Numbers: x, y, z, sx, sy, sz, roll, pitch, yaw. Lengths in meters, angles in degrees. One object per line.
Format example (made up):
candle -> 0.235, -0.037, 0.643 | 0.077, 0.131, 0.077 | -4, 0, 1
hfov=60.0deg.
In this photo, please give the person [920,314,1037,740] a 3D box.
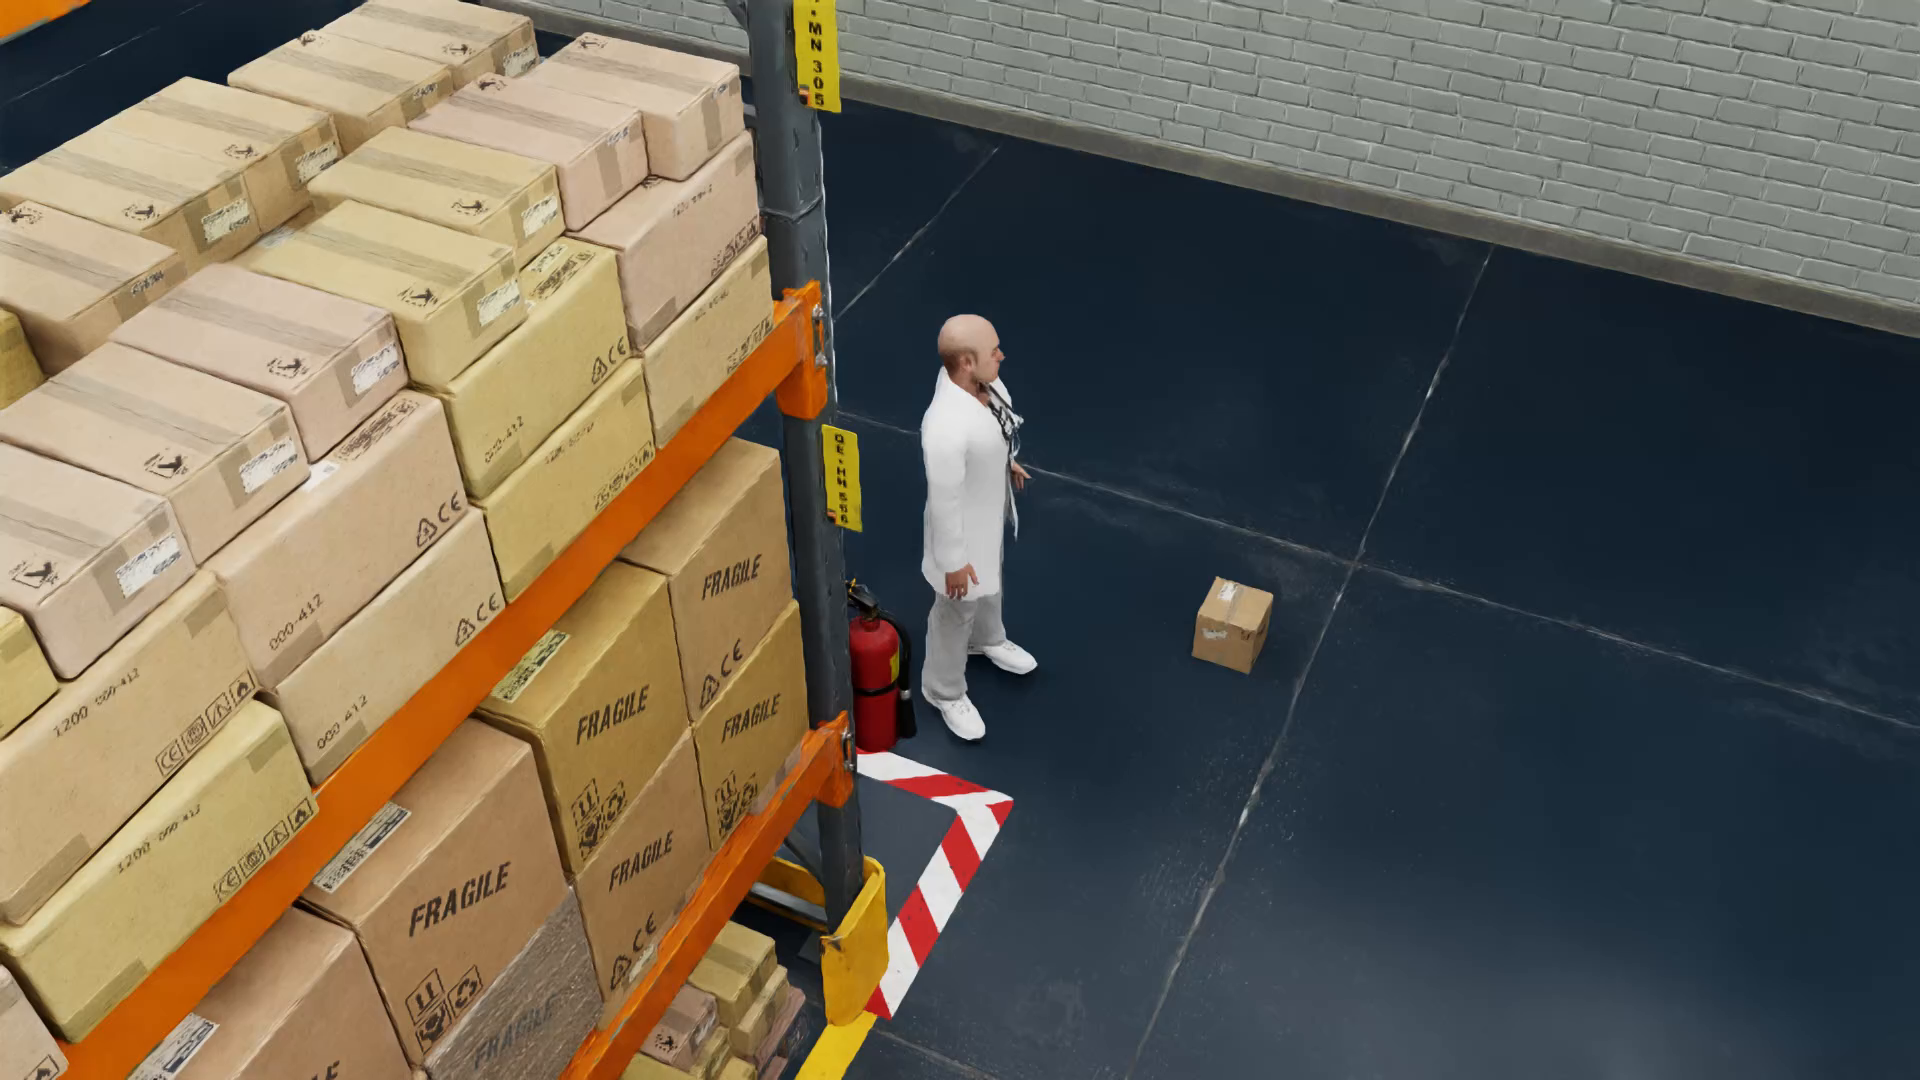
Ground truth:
person -> 0.081, -0.086, 6.221 | 0.429, 1.793, 0.688 | 10, 42, 11
